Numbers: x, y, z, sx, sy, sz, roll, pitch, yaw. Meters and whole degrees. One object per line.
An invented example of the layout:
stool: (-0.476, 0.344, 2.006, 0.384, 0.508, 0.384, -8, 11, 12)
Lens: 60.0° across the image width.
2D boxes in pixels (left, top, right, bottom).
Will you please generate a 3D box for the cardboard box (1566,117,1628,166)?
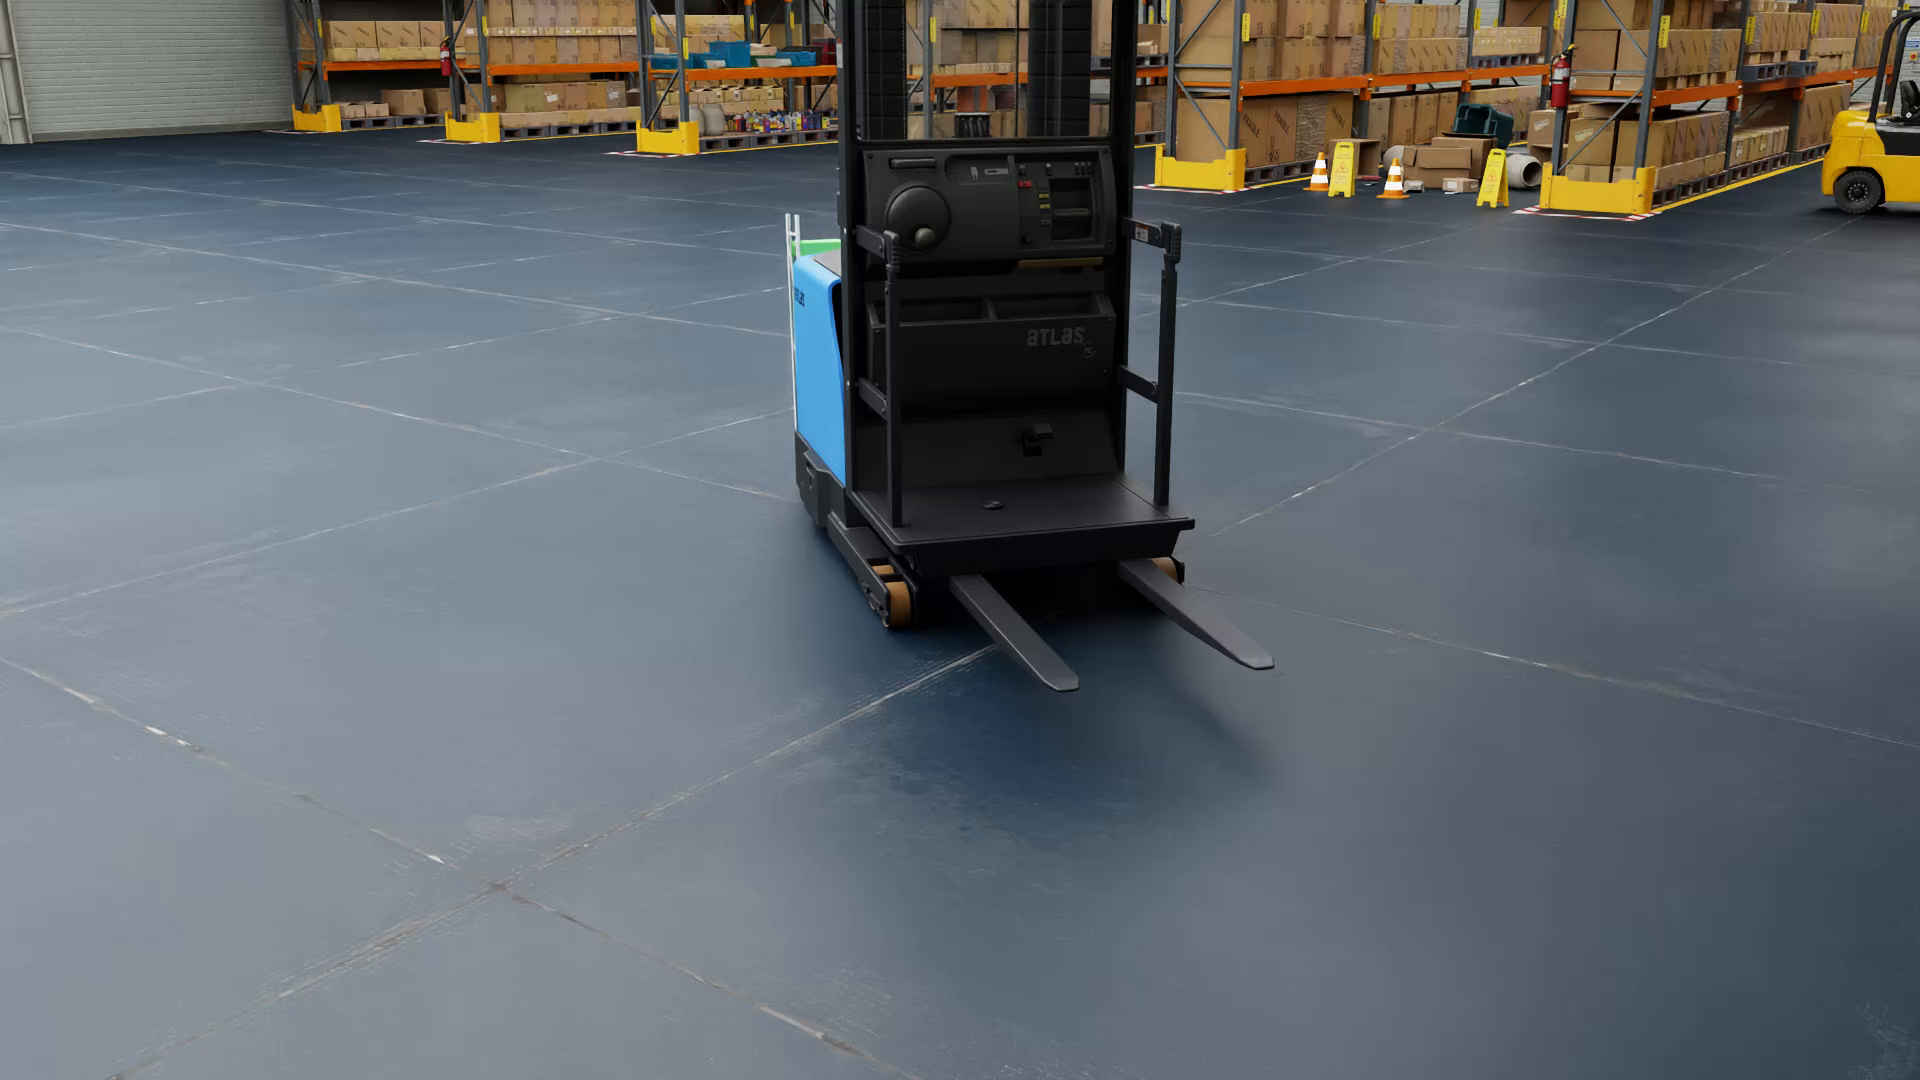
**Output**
cardboard box: (7.405, -4.637, 19.331, 0.500, 0.500, 0.500, 13, 21, 35)

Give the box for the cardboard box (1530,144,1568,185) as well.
cardboard box: (7.789, -4.900, 21.725, 0.500, 0.500, 0.500, -4, 18, -13)

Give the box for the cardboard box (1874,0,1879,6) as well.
cardboard box: (15.321, -9.115, 28.142, 0.380, 0.149, 0.250, 12, 21, 33)

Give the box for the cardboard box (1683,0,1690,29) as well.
cardboard box: (8.441, -6.475, 20.232, 0.700, 0.500, 0.500, 12, 21, 33)

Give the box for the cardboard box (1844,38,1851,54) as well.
cardboard box: (13.928, -7.911, 26.622, 0.500, 0.250, 0.500, 13, 22, 36)

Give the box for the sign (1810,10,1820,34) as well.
sign: (12.345, -7.481, 24.009, 0.100, 0.325, 0.005, 12, 21, 35)

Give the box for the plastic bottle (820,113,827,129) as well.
plastic bottle: (-2.438, -7.473, 29.641, 0.061, 0.283, 0.133, 14, 22, 37)

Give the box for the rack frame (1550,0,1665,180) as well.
rack frame: (7.137, -5.154, 18.334, 1.000, 3.000, 0.127, 12, 21, 35)

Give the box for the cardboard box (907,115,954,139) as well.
cardboard box: (-0.436, -6.058, 24.751, 0.500, 0.500, 0.500, -15, 23, -40)

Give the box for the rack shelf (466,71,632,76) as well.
rack shelf: (-9.181, -10.617, 37.138, 1.077, 0.370, 4.000, 12, 21, 35)

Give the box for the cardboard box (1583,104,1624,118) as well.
cardboard box: (7.570, -5.046, 19.555, 0.380, 0.149, 0.250, 13, 22, 36)

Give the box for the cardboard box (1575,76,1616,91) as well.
cardboard box: (7.188, -5.161, 18.780, 0.380, 0.149, 0.250, 13, 22, 37)

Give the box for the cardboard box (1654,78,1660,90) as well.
cardboard box: (7.645, -5.141, 18.716, 0.380, 0.149, 0.250, 13, 21, 35)

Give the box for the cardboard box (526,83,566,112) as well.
cardboard box: (-7.693, -8.232, 30.908, 0.500, 0.500, 0.500, 12, 21, 35)

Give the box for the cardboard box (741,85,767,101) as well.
cardboard box: (-4.427, -9.424, 35.067, 0.500, 0.311, 0.500, 12, 21, 34)

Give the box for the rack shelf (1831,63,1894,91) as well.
rack shelf: (15.479, -8.145, 29.179, 1.077, 0.370, 4.000, 12, 21, 35)

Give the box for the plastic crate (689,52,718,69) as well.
plastic crate: (-4.350, -8.035, 27.863, 0.499, 0.251, 0.408, 12, 21, 35)

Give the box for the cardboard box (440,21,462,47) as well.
cardboard box: (-10.699, -10.493, 34.480, 0.500, 0.500, 0.500, 12, 21, 34)

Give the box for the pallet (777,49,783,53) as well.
pallet: (-3.661, -10.644, 36.337, 1.213, 0.211, 1.003, 12, 21, 35)

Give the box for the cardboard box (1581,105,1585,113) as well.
cardboard box: (11.943, -8.371, 32.290, 0.380, 0.149, 0.250, 13, 21, 35)

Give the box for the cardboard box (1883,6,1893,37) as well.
cardboard box: (15.989, -9.087, 29.143, 0.500, 0.500, 0.500, 12, 21, 34)

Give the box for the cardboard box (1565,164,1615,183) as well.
cardboard box: (7.417, -4.287, 19.471, 0.500, 0.250, 0.500, 12, 21, 34)

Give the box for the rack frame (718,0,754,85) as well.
rack frame: (-5.606, -12.389, 41.633, 1.000, 3.000, 0.127, 12, 21, 35)

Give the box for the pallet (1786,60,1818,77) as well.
pallet: (11.565, -6.779, 23.891, 1.213, 0.211, 1.003, 12, 21, 35)

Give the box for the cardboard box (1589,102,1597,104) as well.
cardboard box: (12.275, -8.634, 32.636, 0.380, 0.149, 0.250, 12, 21, 33)

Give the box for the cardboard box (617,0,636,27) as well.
cardboard box: (-6.651, -10.170, 32.130, 0.700, 0.500, 0.500, 13, 21, 35)

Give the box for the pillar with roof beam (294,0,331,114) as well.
pillar with roof beam: (-9.576, -11.955, 30.119, 9.100, 9.000, 0.400, 12, 21, 35)

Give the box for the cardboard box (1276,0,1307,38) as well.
cardboard box: (4.050, -6.930, 21.980, 0.875, 0.550, 0.550, 12, 21, 35)

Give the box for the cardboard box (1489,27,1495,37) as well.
cardboard box: (8.765, -8.536, 27.936, 0.380, 0.149, 0.250, 11, 21, 32)

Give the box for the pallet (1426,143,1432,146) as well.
pallet: (7.338, -6.404, 27.061, 1.003, 0.211, 1.213, 12, 21, 35)

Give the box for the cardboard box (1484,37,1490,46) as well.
cardboard box: (8.634, -8.342, 27.812, 0.380, 0.149, 0.250, 12, 21, 33)

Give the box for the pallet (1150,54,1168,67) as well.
pallet: (3.606, -8.531, 29.530, 1.213, 0.211, 1.003, 12, 21, 35)

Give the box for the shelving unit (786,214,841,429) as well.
shelving unit: (-0.495, -0.875, 7.556, 0.503, 1.200, 0.258, -5, 13, -16)

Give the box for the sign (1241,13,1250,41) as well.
sign: (3.544, -6.357, 20.613, 0.100, 0.325, 0.005, 12, 21, 35)

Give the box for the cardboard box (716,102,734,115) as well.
cardboard box: (-5.037, -8.916, 34.375, 0.500, 0.250, 0.500, 13, 21, 36)

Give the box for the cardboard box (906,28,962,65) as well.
cardboard box: (-0.472, -7.221, 24.321, 0.875, 0.500, 0.500, 12, 21, 35)

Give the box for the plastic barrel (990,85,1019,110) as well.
plastic barrel: (0.918, -9.123, 34.474, 0.600, 0.588, 0.708, 12, 21, 35)

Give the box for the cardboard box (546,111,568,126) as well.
cardboard box: (-7.684, -7.871, 31.012, 0.500, 0.250, 0.500, 12, 21, 35)

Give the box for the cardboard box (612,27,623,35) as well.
cardboard box: (-6.685, -9.743, 31.849, 0.380, 0.149, 0.250, 12, 21, 33)

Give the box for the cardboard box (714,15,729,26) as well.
cardboard box: (-5.991, -12.670, 40.569, 0.500, 0.250, 0.500, 13, 21, 36)

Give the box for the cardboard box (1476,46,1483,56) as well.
cardboard box: (8.457, -8.126, 27.618, 0.380, 0.149, 0.250, 14, 22, 37)

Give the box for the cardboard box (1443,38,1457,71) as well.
cardboard box: (7.517, -7.685, 26.314, 0.500, 0.500, 0.500, 12, 21, 35)

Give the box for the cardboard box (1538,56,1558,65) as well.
cardboard box: (10.683, -8.753, 30.346, 0.380, 0.149, 0.250, 13, 22, 37)

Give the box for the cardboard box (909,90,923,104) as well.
cardboard box: (-1.201, -10.503, 39.349, 0.500, 0.311, 0.500, 12, 21, 35)

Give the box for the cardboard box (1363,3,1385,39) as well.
cardboard box: (5.776, -7.602, 24.362, 0.700, 0.500, 0.500, 12, 21, 34)

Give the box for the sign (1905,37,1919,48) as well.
sign: (20.009, -10.464, 34.978, 0.327, 0.218, 0.001, 12, 21, 35)

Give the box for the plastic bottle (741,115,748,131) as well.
plastic bottle: (-3.802, -7.293, 29.073, 0.152, 0.276, 0.135, 12, 21, 33)

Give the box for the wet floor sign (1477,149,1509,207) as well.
wet floor sign: (6.165, -4.174, 19.147, 0.232, 0.644, 0.267, -11, 20, -32)

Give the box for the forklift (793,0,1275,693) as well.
forklift: (0.176, -1.221, 5.784, 1.130, 2.935, 3.031, -5, 18, -15)

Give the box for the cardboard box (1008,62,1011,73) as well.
cardboard box: (0.554, -7.234, 25.456, 0.380, 0.149, 0.250, 12, 21, 35)

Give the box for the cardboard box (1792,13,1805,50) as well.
cardboard box: (11.557, -7.168, 23.439, 0.500, 0.500, 0.500, 12, 21, 34)

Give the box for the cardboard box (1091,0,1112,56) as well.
cardboard box: (2.147, -8.510, 27.420, 1.000, 1.000, 1.000, 13, 21, 35)

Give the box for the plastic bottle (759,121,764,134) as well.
plastic bottle: (-3.407, -7.056, 28.434, 0.097, 0.201, 0.097, 0, 17, 0)

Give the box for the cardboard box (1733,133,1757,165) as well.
cardboard box: (10.257, -5.350, 22.687, 0.950, 0.372, 0.625, 14, 22, 38)

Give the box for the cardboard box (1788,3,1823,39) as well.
cardboard box: (12.394, -7.659, 24.546, 0.500, 0.500, 0.500, 12, 21, 33)
